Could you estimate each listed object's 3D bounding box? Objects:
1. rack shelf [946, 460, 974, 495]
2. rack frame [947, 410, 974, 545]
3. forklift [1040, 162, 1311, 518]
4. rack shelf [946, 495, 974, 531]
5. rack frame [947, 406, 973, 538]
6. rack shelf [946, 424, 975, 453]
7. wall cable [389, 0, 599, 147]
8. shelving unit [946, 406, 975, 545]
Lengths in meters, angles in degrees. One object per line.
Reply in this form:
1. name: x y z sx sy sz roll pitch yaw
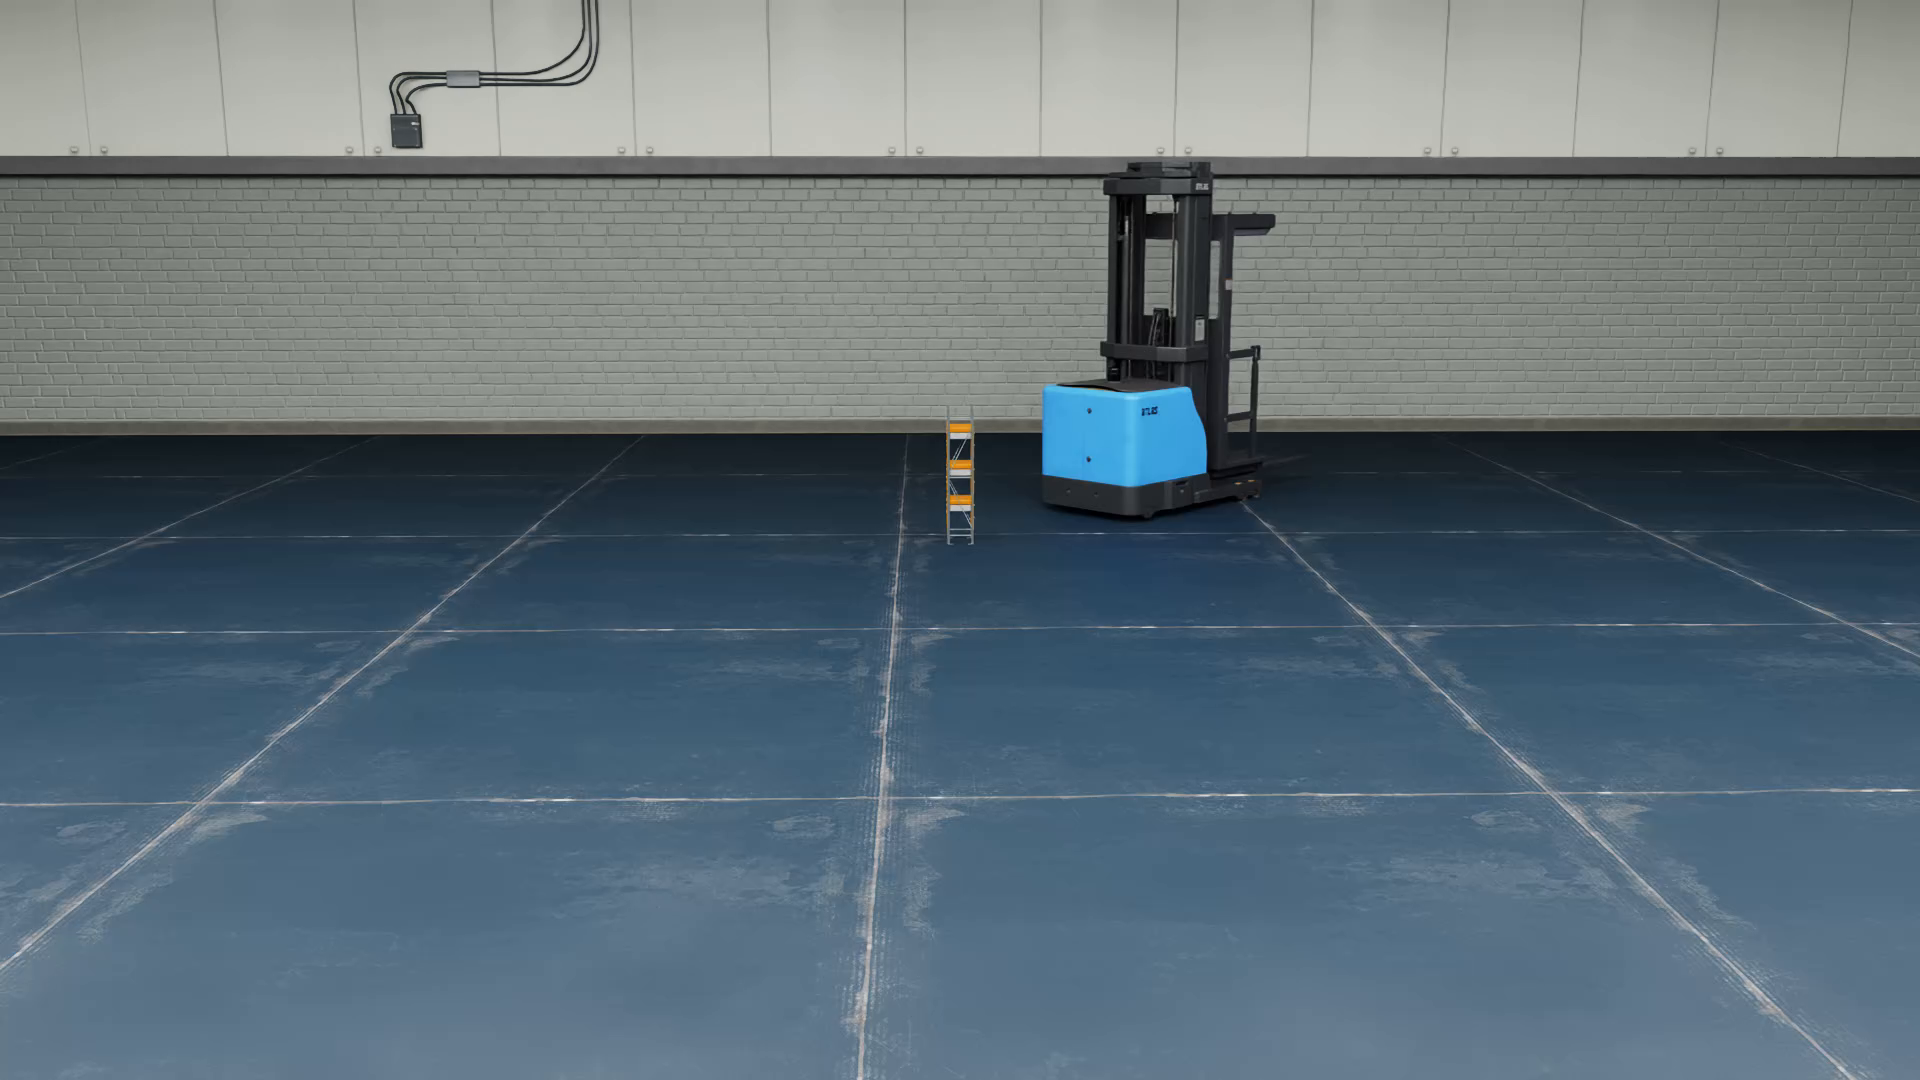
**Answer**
1. rack shelf: 0.001 -0.494 12.904 0.215 0.259 0.240 0 11 -1
2. rack frame: 0.004 -0.480 12.783 0.200 1.050 0.008 0 11 -1
3. forklift: 2.070 -1.847 14.789 1.130 2.935 3.031 11 16 42
4. rack shelf: 0.001 -0.221 12.960 0.215 0.259 0.240 0 11 -1
5. rack frame: -0.001 -0.528 13.022 0.200 1.050 0.008 0 11 -1
6. rack shelf: 0.001 -0.772 12.848 0.215 0.259 0.240 0 11 -1
7. wall cable: -5.099 -7.282 17.765 2.305 6.003 0.169 0 11 -1
8. shelving unit: 0.001 -0.504 12.902 0.215 1.050 0.252 0 11 -1
